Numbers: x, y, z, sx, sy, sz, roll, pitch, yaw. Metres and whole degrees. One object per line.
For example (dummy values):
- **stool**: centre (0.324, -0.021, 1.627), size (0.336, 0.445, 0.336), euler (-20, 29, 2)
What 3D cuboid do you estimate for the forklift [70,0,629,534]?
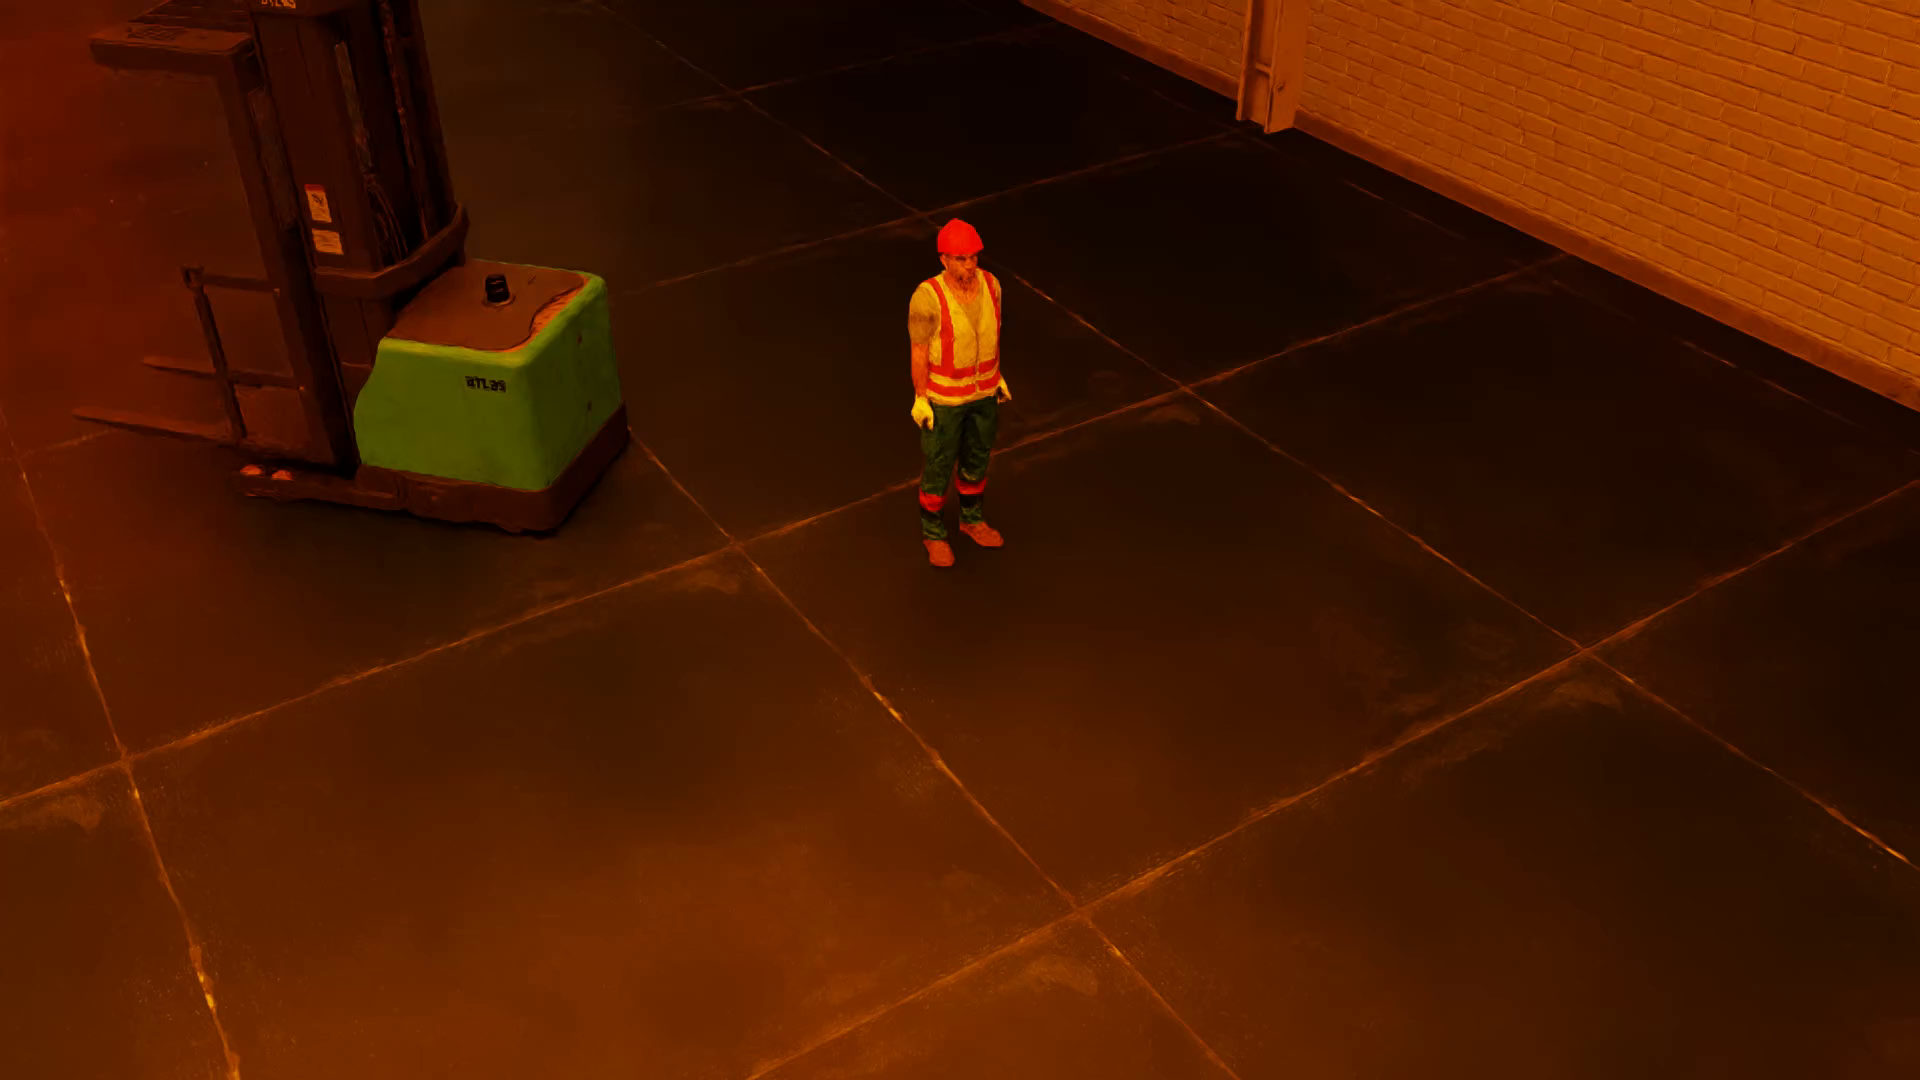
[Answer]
- **forklift**: centre (-3.443, -1.691, 8.554), size (3.031, 2.935, 1.130), euler (9, 36, 12)

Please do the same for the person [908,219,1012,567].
- **person**: centre (0.012, -0.723, 8.168), size (0.540, 1.795, 0.349), euler (-21, 40, -27)
